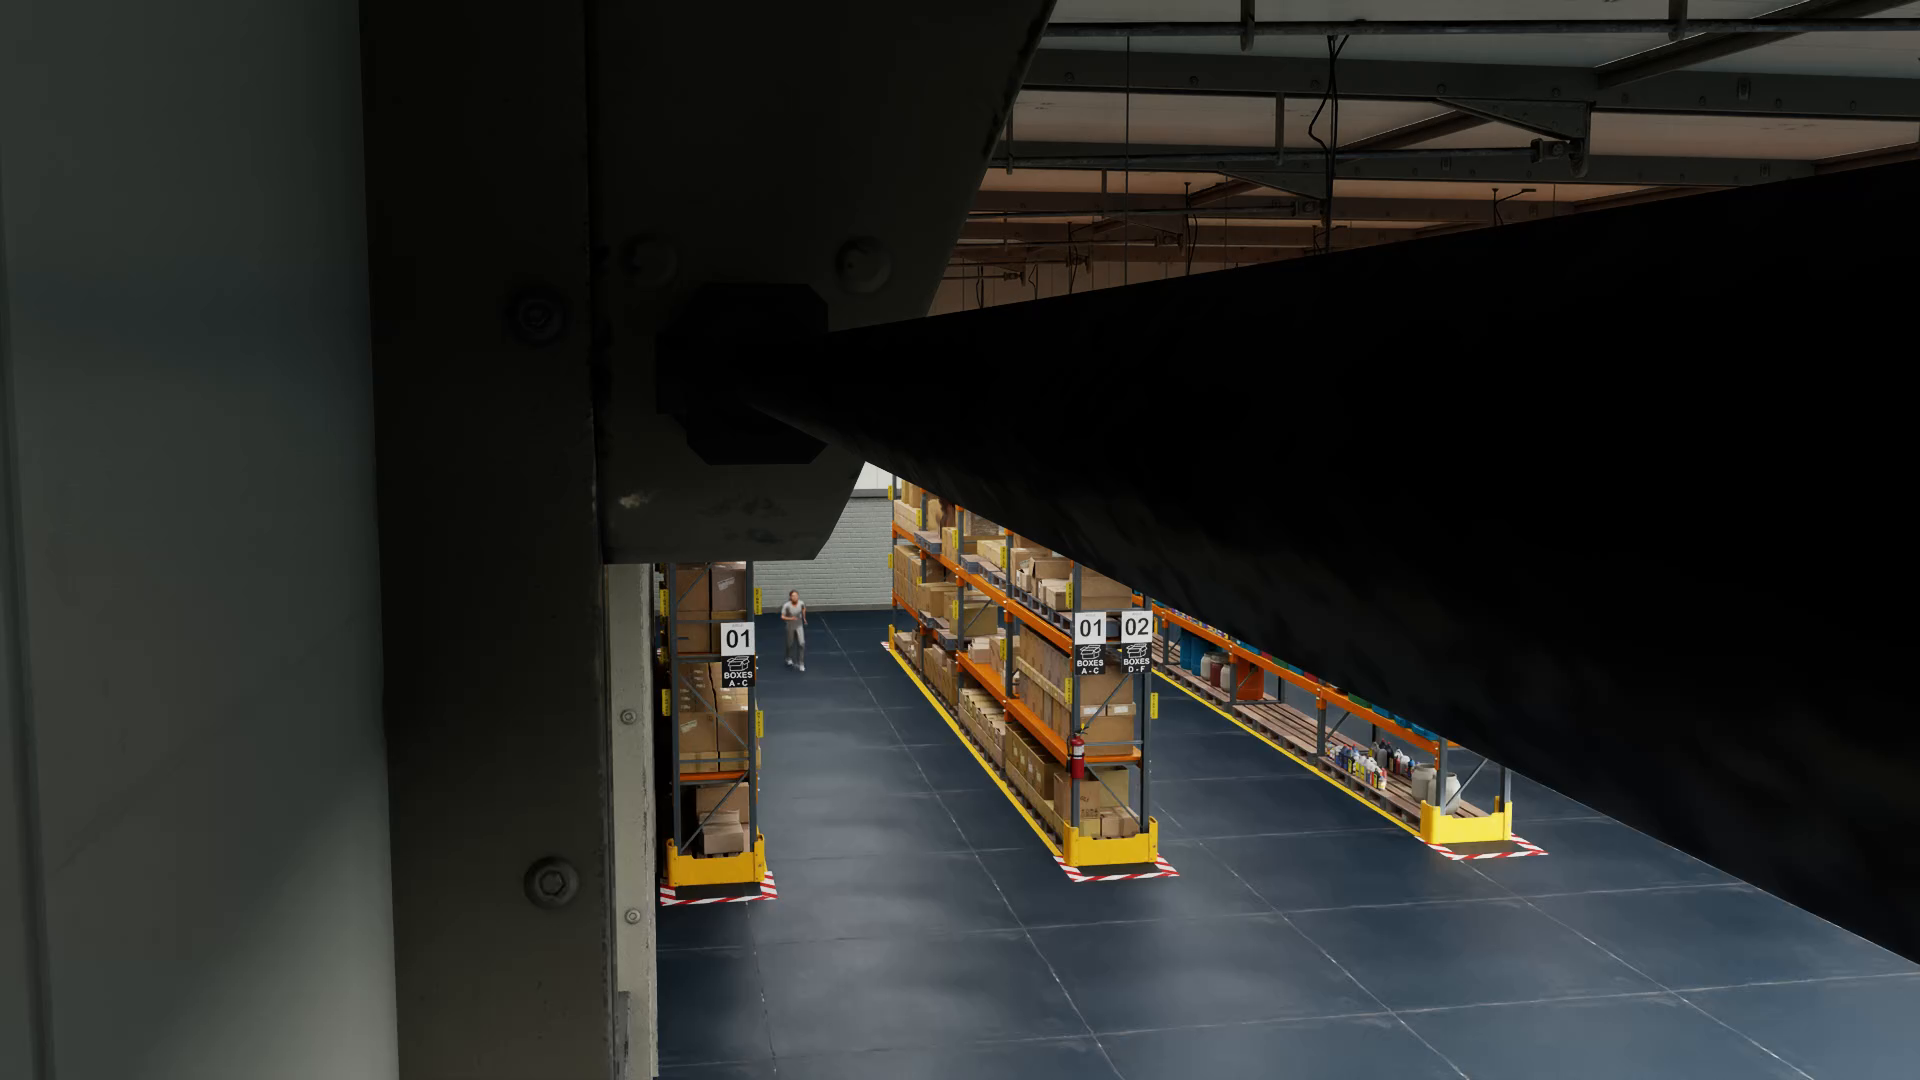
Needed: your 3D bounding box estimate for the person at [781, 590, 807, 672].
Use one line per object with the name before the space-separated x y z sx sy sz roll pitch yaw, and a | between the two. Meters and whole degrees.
person | -3.417 1.828 34.117 0.579 1.659 0.943 -2 7 -20
